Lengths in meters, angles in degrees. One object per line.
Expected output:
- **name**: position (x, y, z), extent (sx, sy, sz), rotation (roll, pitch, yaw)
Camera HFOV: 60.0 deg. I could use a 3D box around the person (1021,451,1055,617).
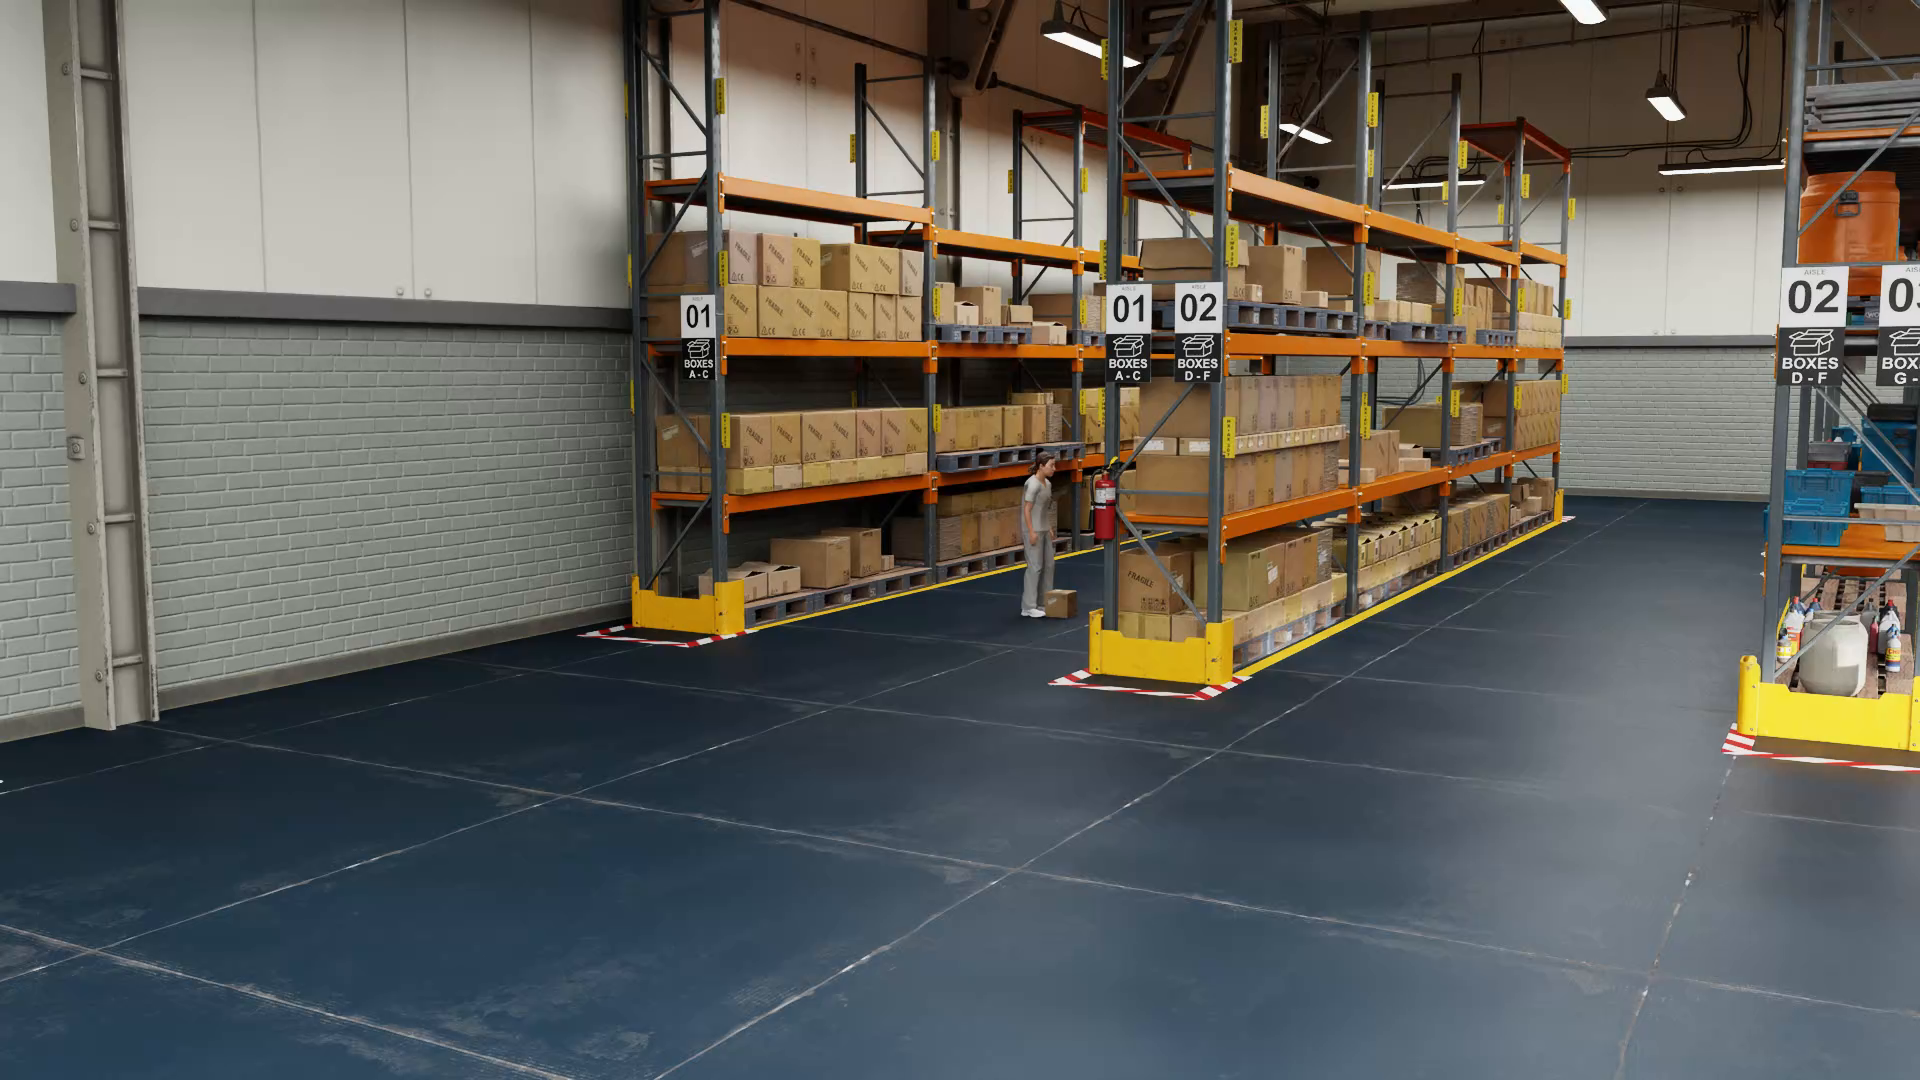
- **person**: position (0.831, -0.069, 16.982), extent (0.404, 1.673, 0.492), rotation (3, 7, 28)
